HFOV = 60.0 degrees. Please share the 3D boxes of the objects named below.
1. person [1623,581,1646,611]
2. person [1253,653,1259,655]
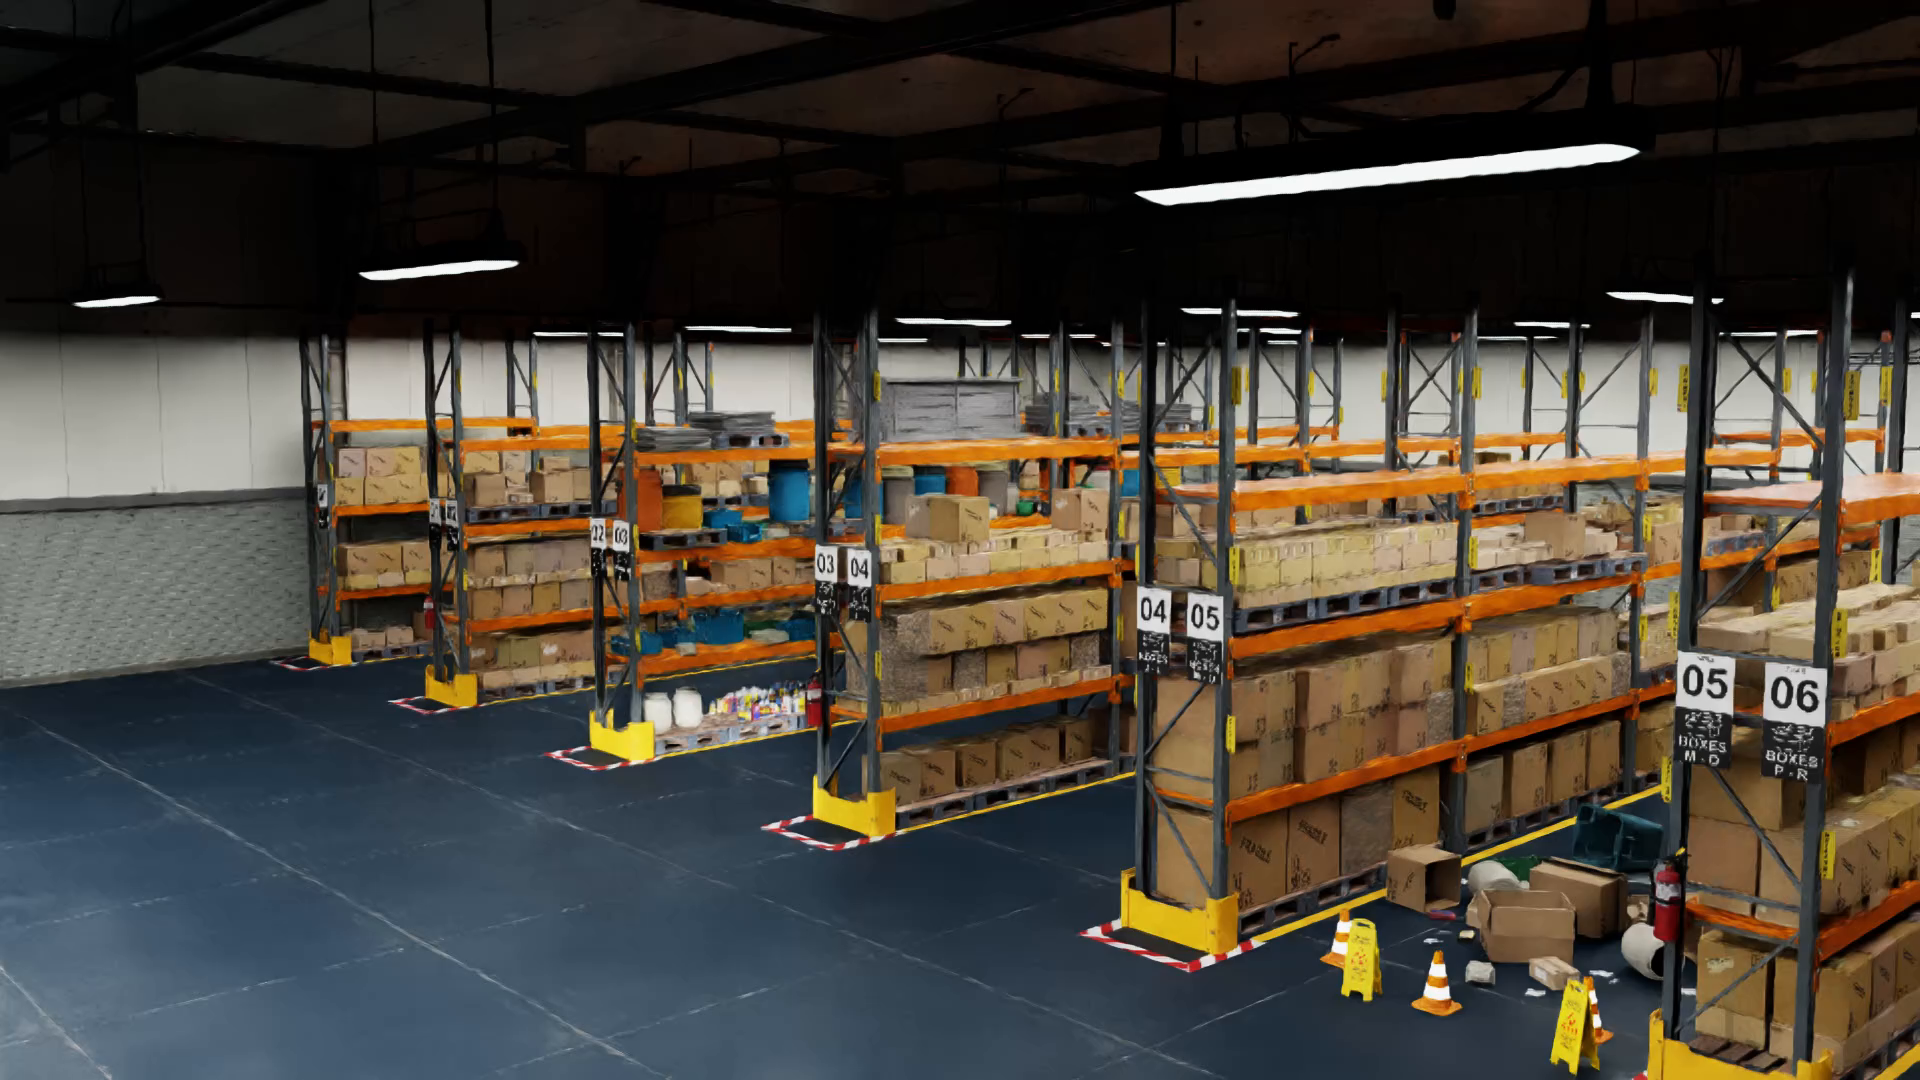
[{"bbox_3d":[11.977,1.333,29.405,0.471,1.749,0.731,2,6,21],"label":"person"},{"bbox_3d":[3.879,2.198,21.355,1.075,1.586,0.457,-5,8,-40],"label":"person"}]
